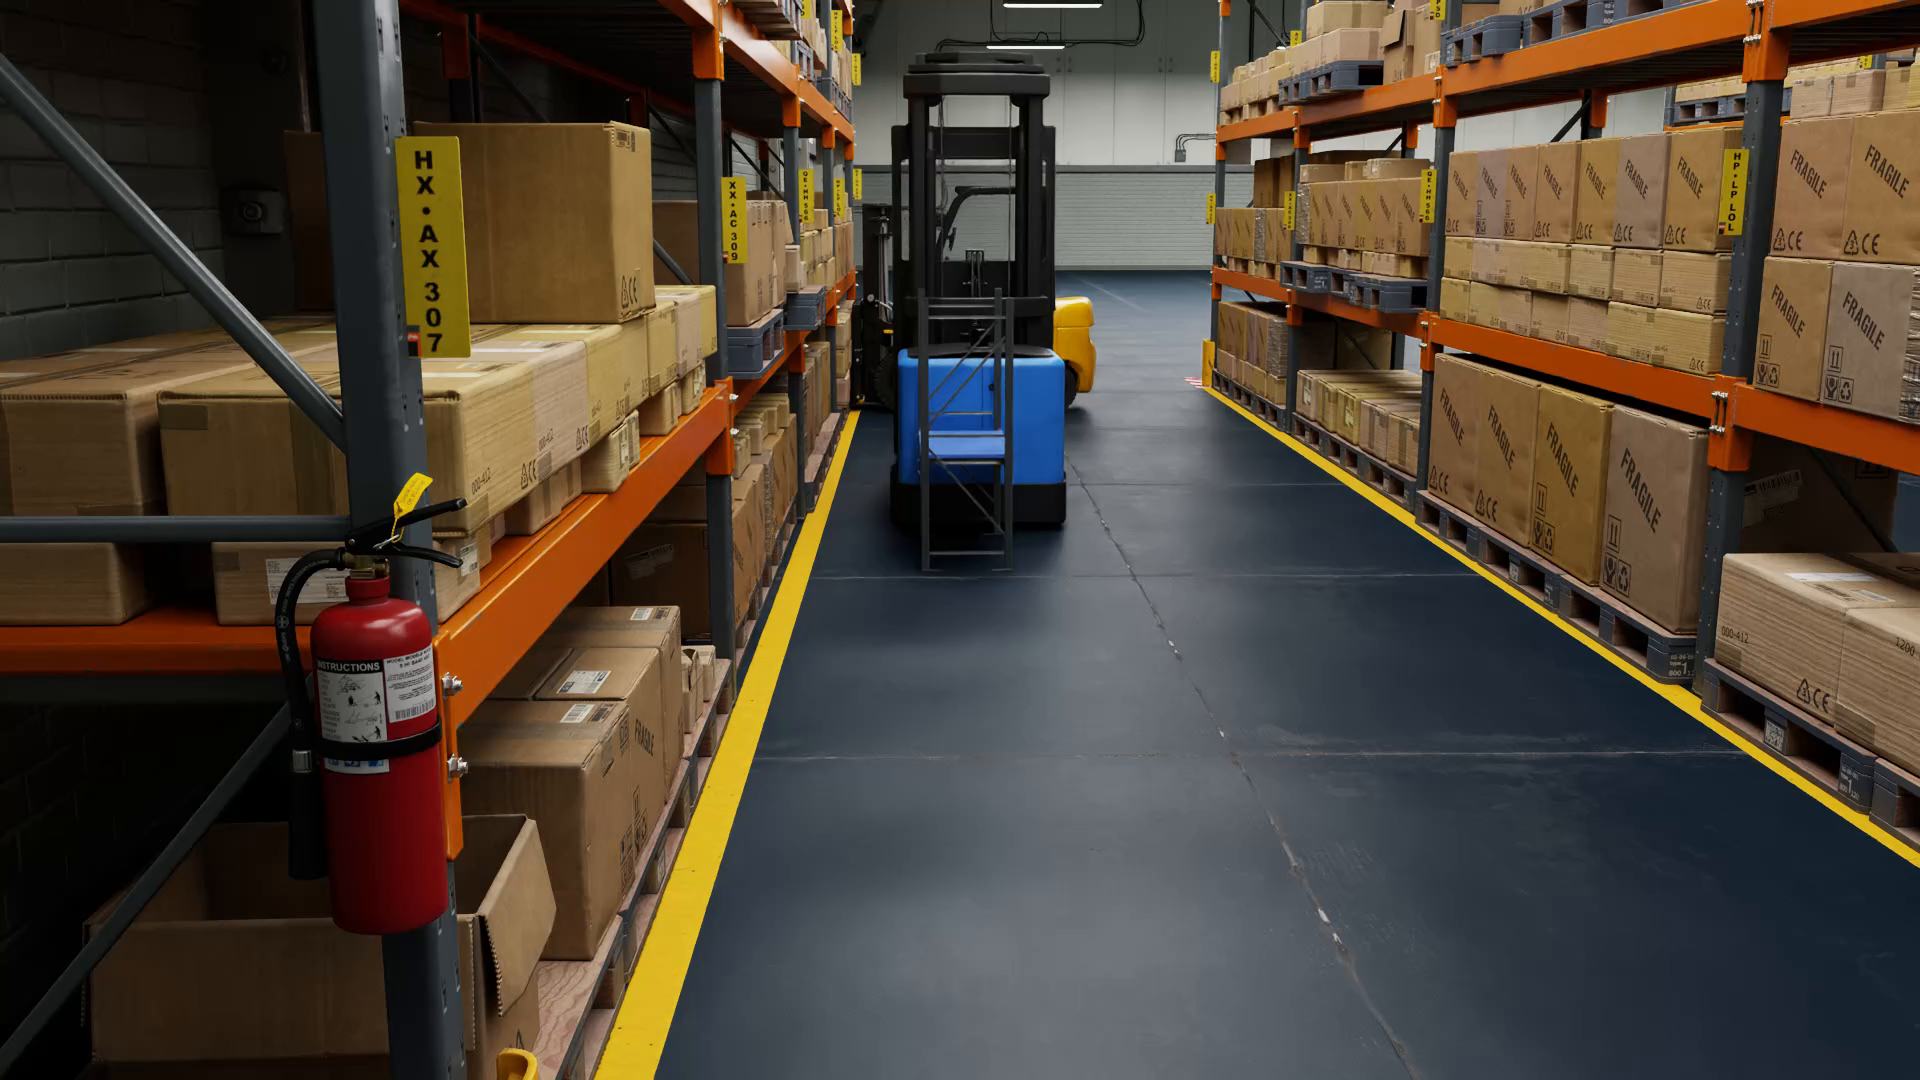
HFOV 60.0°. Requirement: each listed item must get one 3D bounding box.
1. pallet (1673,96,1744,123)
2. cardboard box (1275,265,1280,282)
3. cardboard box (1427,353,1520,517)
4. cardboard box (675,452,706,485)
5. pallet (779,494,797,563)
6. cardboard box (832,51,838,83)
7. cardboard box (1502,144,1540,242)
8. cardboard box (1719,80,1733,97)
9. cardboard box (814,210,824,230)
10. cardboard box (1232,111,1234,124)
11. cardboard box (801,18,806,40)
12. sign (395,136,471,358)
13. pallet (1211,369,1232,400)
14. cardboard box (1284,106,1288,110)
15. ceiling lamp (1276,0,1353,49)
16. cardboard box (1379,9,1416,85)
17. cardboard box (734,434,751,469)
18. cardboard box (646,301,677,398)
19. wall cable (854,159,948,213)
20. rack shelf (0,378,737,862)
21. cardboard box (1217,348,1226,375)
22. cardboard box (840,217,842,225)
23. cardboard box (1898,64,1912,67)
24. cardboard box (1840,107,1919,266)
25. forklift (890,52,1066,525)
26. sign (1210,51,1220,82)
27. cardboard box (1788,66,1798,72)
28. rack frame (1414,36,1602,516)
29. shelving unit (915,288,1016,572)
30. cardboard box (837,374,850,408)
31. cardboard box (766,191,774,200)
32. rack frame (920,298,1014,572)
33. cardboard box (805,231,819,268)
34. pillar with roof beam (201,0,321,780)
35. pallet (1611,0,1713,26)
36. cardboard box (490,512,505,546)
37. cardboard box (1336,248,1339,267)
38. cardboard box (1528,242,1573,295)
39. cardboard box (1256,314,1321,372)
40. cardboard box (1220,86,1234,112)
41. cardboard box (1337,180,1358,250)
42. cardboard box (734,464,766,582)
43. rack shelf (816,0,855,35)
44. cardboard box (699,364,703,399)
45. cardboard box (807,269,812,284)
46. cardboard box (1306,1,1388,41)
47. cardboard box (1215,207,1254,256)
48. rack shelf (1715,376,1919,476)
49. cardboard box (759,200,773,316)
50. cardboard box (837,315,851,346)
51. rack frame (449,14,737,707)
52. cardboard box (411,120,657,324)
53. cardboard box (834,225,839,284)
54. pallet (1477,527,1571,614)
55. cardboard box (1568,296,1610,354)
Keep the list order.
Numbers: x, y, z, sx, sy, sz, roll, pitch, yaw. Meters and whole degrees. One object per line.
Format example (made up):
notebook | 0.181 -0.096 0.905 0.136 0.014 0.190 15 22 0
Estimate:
pallet | 8.272 -4.530 17.523 1.003 0.211 1.213 0 11 -1
cardboard box | 3.059 -2.404 14.998 0.380 0.149 0.250 0 11 0
cardboard box | 3.396 -0.647 9.992 0.875 0.875 0.875 0 11 -2
cardboard box | -1.217 -0.321 6.946 0.380 0.149 0.250 0 11 -2
pallet | -1.520 -0.084 9.942 1.003 0.211 1.213 0 11 -1
cardboard box | -1.354 -4.242 14.795 0.500 0.311 0.500 0 11 0
cardboard box | 3.246 -1.859 8.910 0.500 0.500 0.500 0 11 0
cardboard box | 7.954 -4.582 16.882 0.380 0.149 0.250 0 11 -1
cardboard box | -1.212 -2.388 12.402 0.380 0.149 0.250 -1 11 -3
cardboard box | 3.077 -4.438 17.479 0.380 0.149 0.250 -1 11 -3
cardboard box | -1.269 -3.518 10.752 0.500 0.500 0.500 0 11 -1
sign | -0.790 -0.435 2.483 0.100 0.325 0.005 0 11 -1
pallet | 3.283 -1.667 17.746 1.003 0.211 1.213 0 11 -1
cardboard box | 3.124 -3.925 14.949 0.380 0.149 0.250 0 11 -1
ceiling lamp | 9.047 -14.093 42.212 2.000 3.185 0.800 0 11 -1
cardboard box | 3.405 -3.444 11.686 0.797 0.503 0.637 0 11 -1
cardboard box | -1.246 -0.434 8.255 0.380 0.149 0.250 0 11 1
cardboard box | -1.138 -0.577 4.989 0.500 0.250 0.500 0 11 -2
wall cable | -1.908 -11.020 49.555 3.097 2.526 0.112 0 11 -1
rack shelf | -1.374 -0.054 4.589 1.077 0.370 4.000 0 11 -1
cardboard box | 3.040 -1.907 17.775 0.500 0.250 0.500 0 11 -2
cardboard box | -1.299 -3.030 15.568 0.380 0.149 0.250 0 11 -2
cardboard box | 8.654 -4.183 14.912 0.380 0.149 0.250 0 11 -1
cardboard box | 3.319 -1.168 5.506 0.500 0.500 0.500 0 11 -2
forklift | 0.078 -1.772 11.424 1.130 2.935 3.031 0 11 -2
sign | 2.757 -5.107 17.943 0.100 0.325 0.005 0 11 -1
cardboard box | 8.044 -4.550 15.717 0.500 0.250 0.500 0 11 -2
rack frame | 3.465 -1.620 10.501 1.000 3.000 0.127 0 11 -1
shelving unit | 0.018 -0.662 9.550 0.538 1.500 1.048 0 11 -2
cardboard box | -1.259 -1.350 15.028 0.500 0.250 0.500 0 11 -1
cardboard box | -1.853 -3.019 14.765 0.380 0.149 0.250 -1 11 -3
rack frame | 0.038 -0.561 9.052 0.500 1.500 0.032 0 11 -2
cardboard box | -1.264 -2.063 11.805 0.500 0.250 0.500 -1 11 -3
pillar with roof beam | 2.002 -3.620 5.268 9.100 9.000 0.400 0 11 -1
pallet | 3.479 -2.383 7.200 0.805 0.209 1.217 -1 11 -3
cardboard box | -1.157 -0.055 3.416 0.380 0.149 0.250 0 11 -2
cardboard box | 3.123 -2.181 12.839 0.380 0.149 0.250 0 11 -1
cardboard box | 3.233 -1.387 8.472 0.500 0.250 0.500 0 11 0
cardboard box | 3.089 -1.859 15.650 0.500 0.500 0.500 0 11 0
cardboard box | 3.044 -4.652 17.528 0.500 0.250 0.500 0 11 -2
cardboard box | 3.134 -2.422 12.395 0.500 0.500 0.500 -1 11 -3
cardboard box | -1.227 -0.087 8.173 0.500 0.500 0.500 -1 11 -3
rack shelf | -1.622 -5.183 15.790 1.077 0.370 4.000 0 11 -1
cardboard box | -1.129 -0.567 5.940 0.380 0.149 0.250 0 11 0
cardboard box | -1.268 -1.715 11.344 0.500 0.250 0.500 0 11 -2
cardboard box | 3.014 -4.046 12.977 0.500 0.250 0.500 0 11 -2
cardboard box | 3.032 -3.310 17.830 0.500 0.500 0.500 0 11 -2
rack shelf | 3.589 -0.075 4.693 1.077 0.370 4.000 0 11 -1
cardboard box | -1.212 -1.259 7.412 0.700 0.500 0.500 0 11 -1
cardboard box | -1.277 -1.942 15.430 0.500 0.250 0.500 0 11 -1
rack frame | -1.415 -0.804 6.477 1.000 3.000 0.127 0 11 -1
cardboard box | -1.104 -0.838 4.389 0.500 0.500 0.500 0 11 0
cardboard box | -1.328 -2.532 14.746 0.500 0.500 0.500 -1 11 -3
pallet | 3.428 0.145 8.812 1.003 0.211 1.213 0 11 -1
cardboard box | 3.286 -1.041 8.025 0.500 0.250 0.500 -1 11 -3
